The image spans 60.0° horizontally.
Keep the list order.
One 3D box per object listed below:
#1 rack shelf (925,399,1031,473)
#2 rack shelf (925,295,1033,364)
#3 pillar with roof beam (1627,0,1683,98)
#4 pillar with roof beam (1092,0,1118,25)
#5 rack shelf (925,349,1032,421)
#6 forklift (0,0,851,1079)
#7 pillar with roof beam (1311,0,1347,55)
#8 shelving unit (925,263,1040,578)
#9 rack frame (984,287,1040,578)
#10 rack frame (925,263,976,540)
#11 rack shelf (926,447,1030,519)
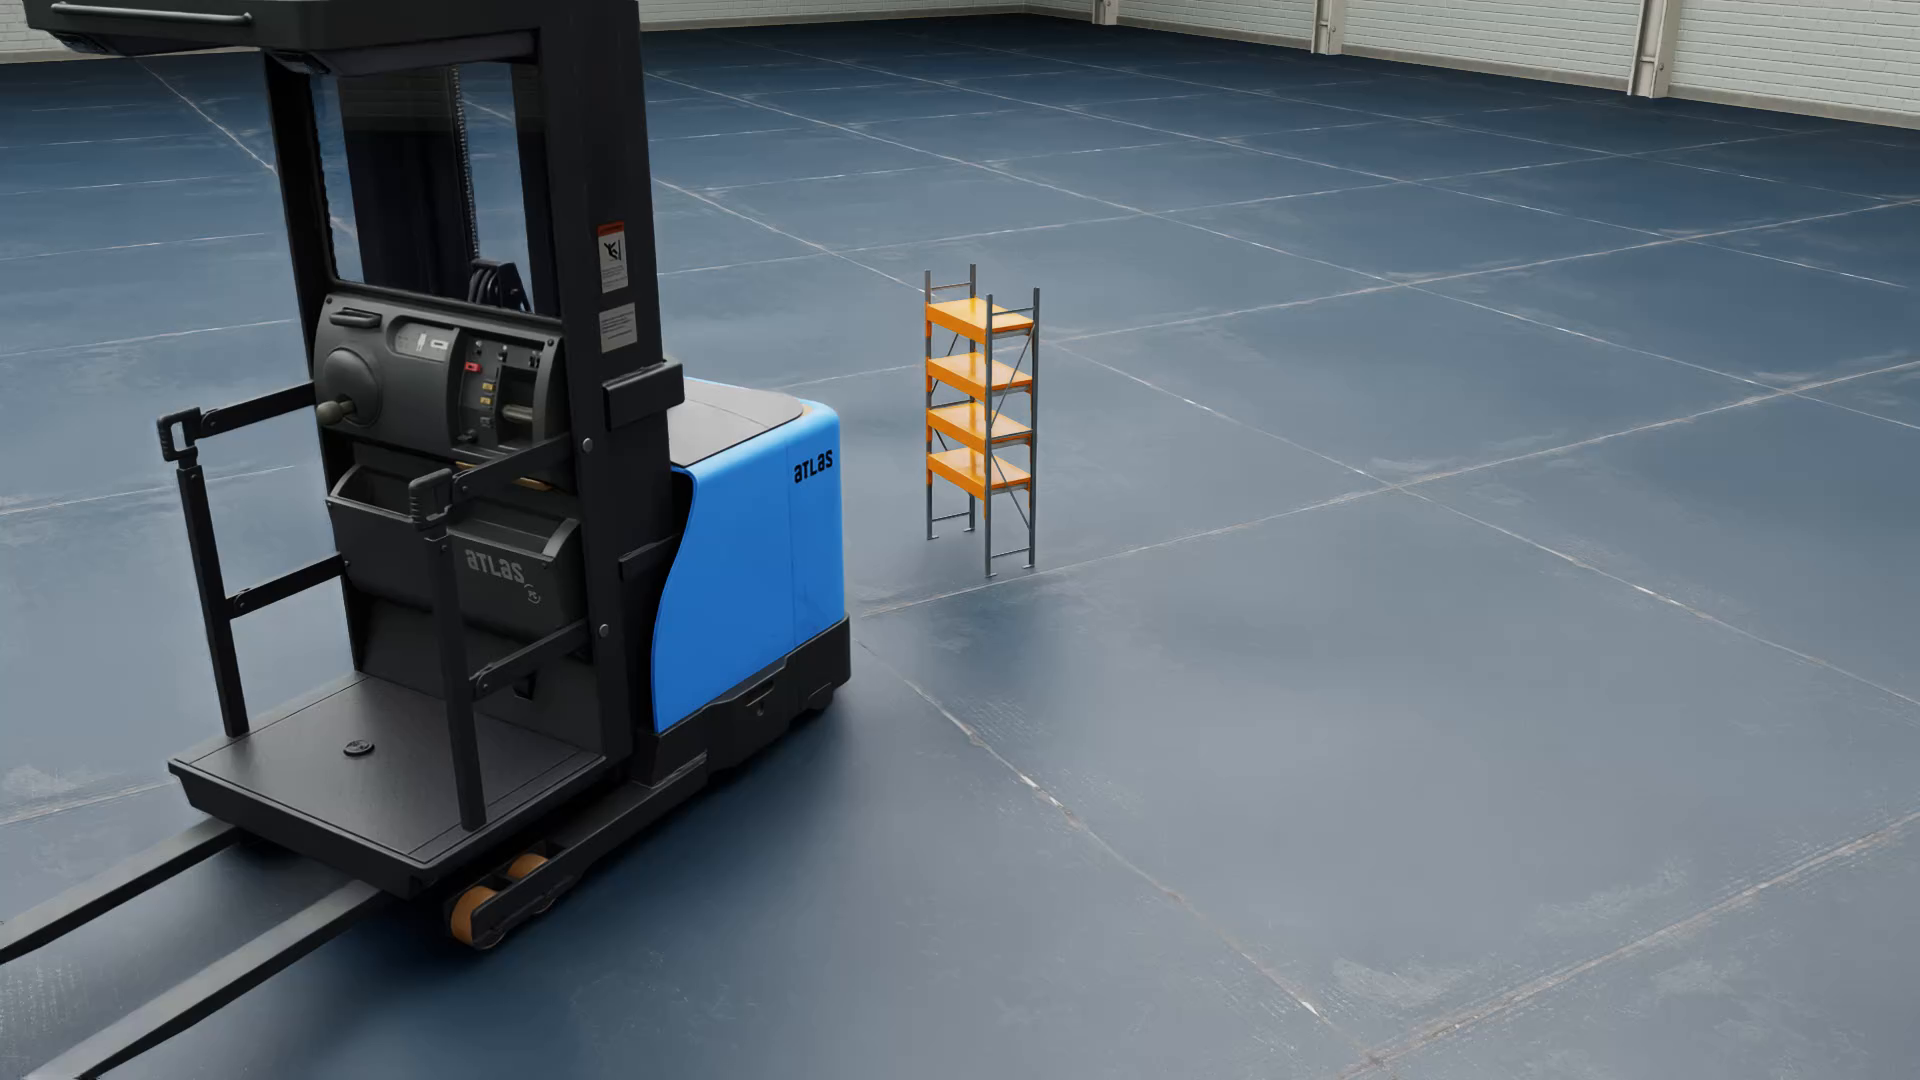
[{"bbox_3d":[0.085,-0.440,6.979,0.258,0.148,0.480,-13,25,-28],"label":"rack shelf"},{"bbox_3d":[0.085,-0.866,6.806,0.258,0.148,0.480,-13,25,-28],"label":"rack shelf"},{"bbox_3d":[5.121,-9.042,17.607,9.100,9.000,0.400,-13,25,-28],"label":"pillar with roof beam"},{"bbox_3d":[-1.009,-12.927,27.164,9.100,9.000,0.400,-13,25,-28],"label":"pillar with roof beam"},{"bbox_3d":[0.085,-0.647,6.895,0.258,0.148,0.480,-13,25,-28],"label":"rack shelf"},{"bbox_3d":[-1.587,-0.438,4.496,1.130,2.935,3.031,13,25,29],"label":"forklift"},{"bbox_3d":[2.056,-10.985,22.386,9.100,9.000,0.400,-13,25,-28],"label":"pillar with roof beam"},{"bbox_3d":[0.085,-0.502,6.954,0.258,1.200,0.503,-13,25,-28],"label":"shelving unit"},{"bbox_3d":[0.209,-0.423,6.759,0.240,1.200,0.015,-13,25,-28],"label":"rack frame"},{"bbox_3d":[-0.040,-0.581,7.148,0.240,1.200,0.015,-13,25,-28],"label":"rack frame"},{"bbox_3d":[0.085,-0.256,7.054,0.258,0.148,0.480,-13,25,-28],"label":"rack shelf"}]
